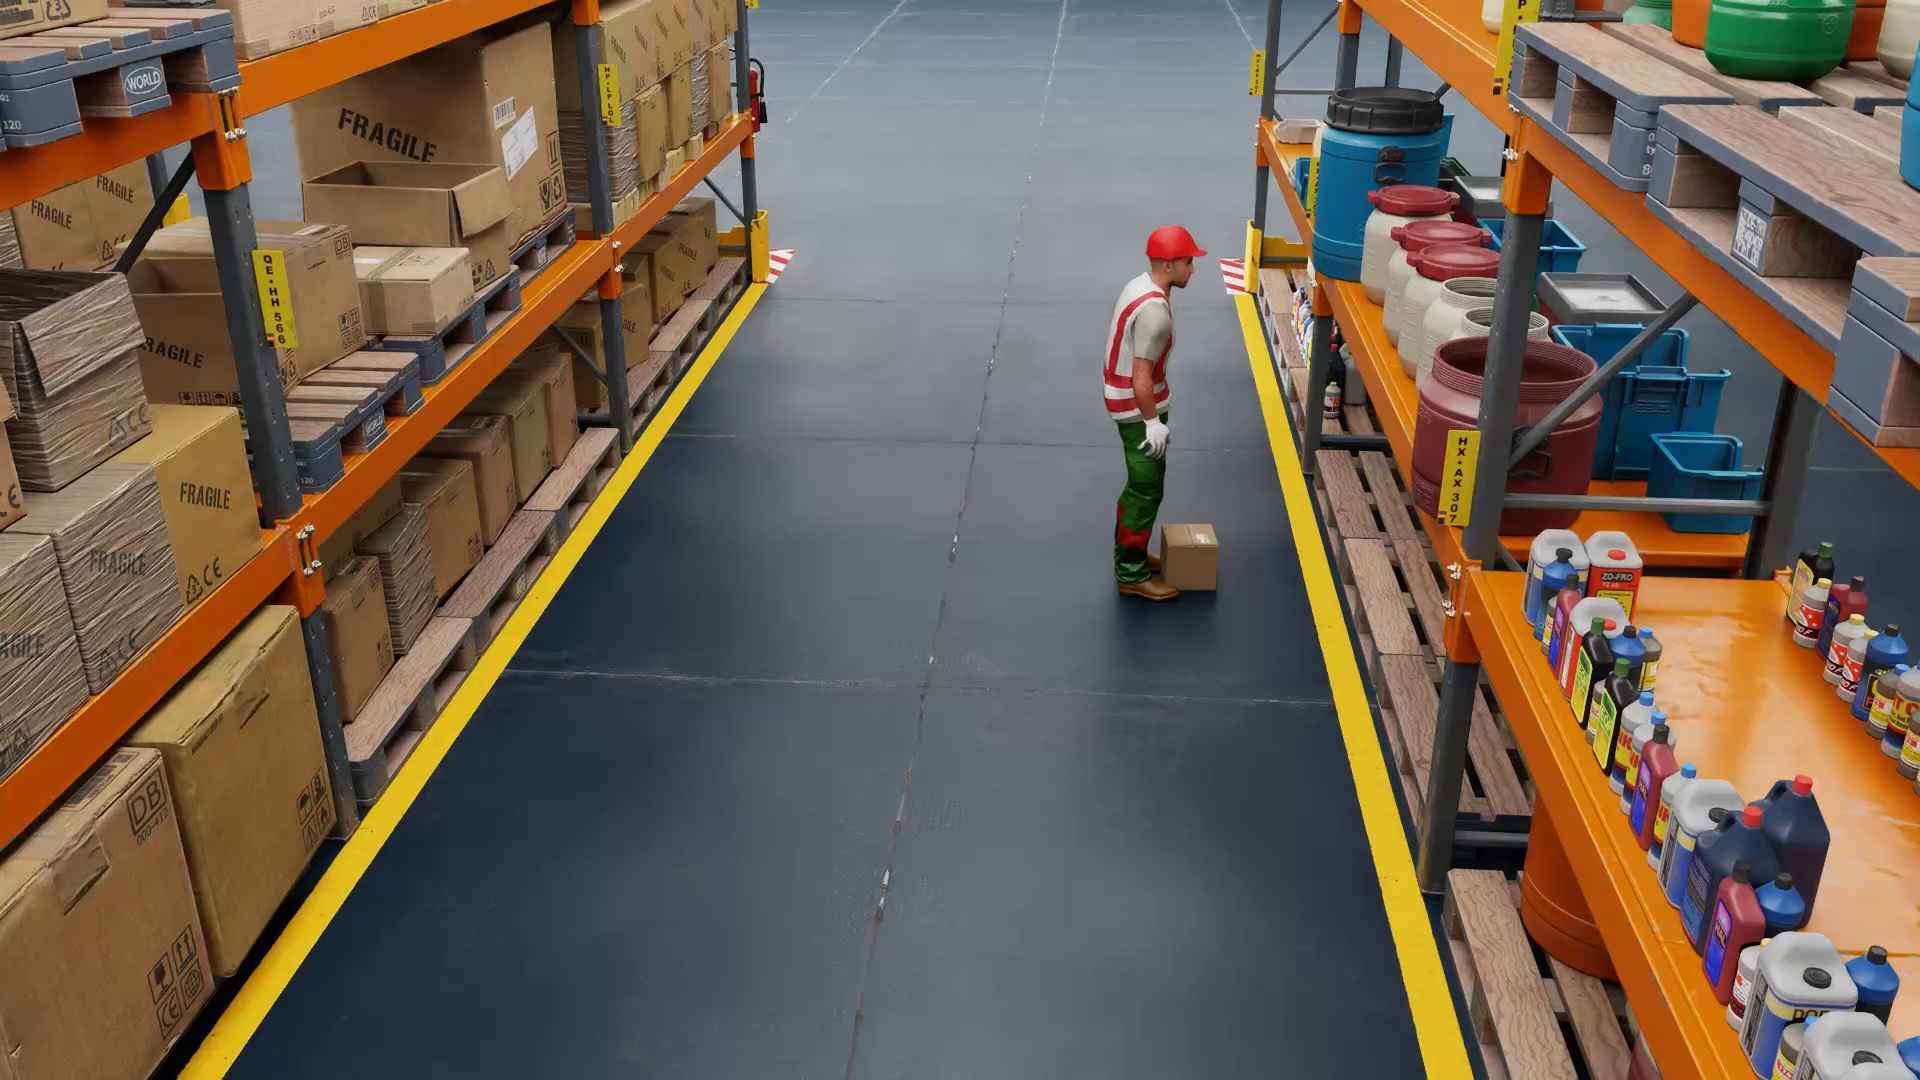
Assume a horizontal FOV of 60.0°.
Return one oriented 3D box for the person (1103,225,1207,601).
[{"bbox_3d":[0.910,-0.617,7.956,0.454,1.776,0.609,2,24,4],"label":"person"}]
